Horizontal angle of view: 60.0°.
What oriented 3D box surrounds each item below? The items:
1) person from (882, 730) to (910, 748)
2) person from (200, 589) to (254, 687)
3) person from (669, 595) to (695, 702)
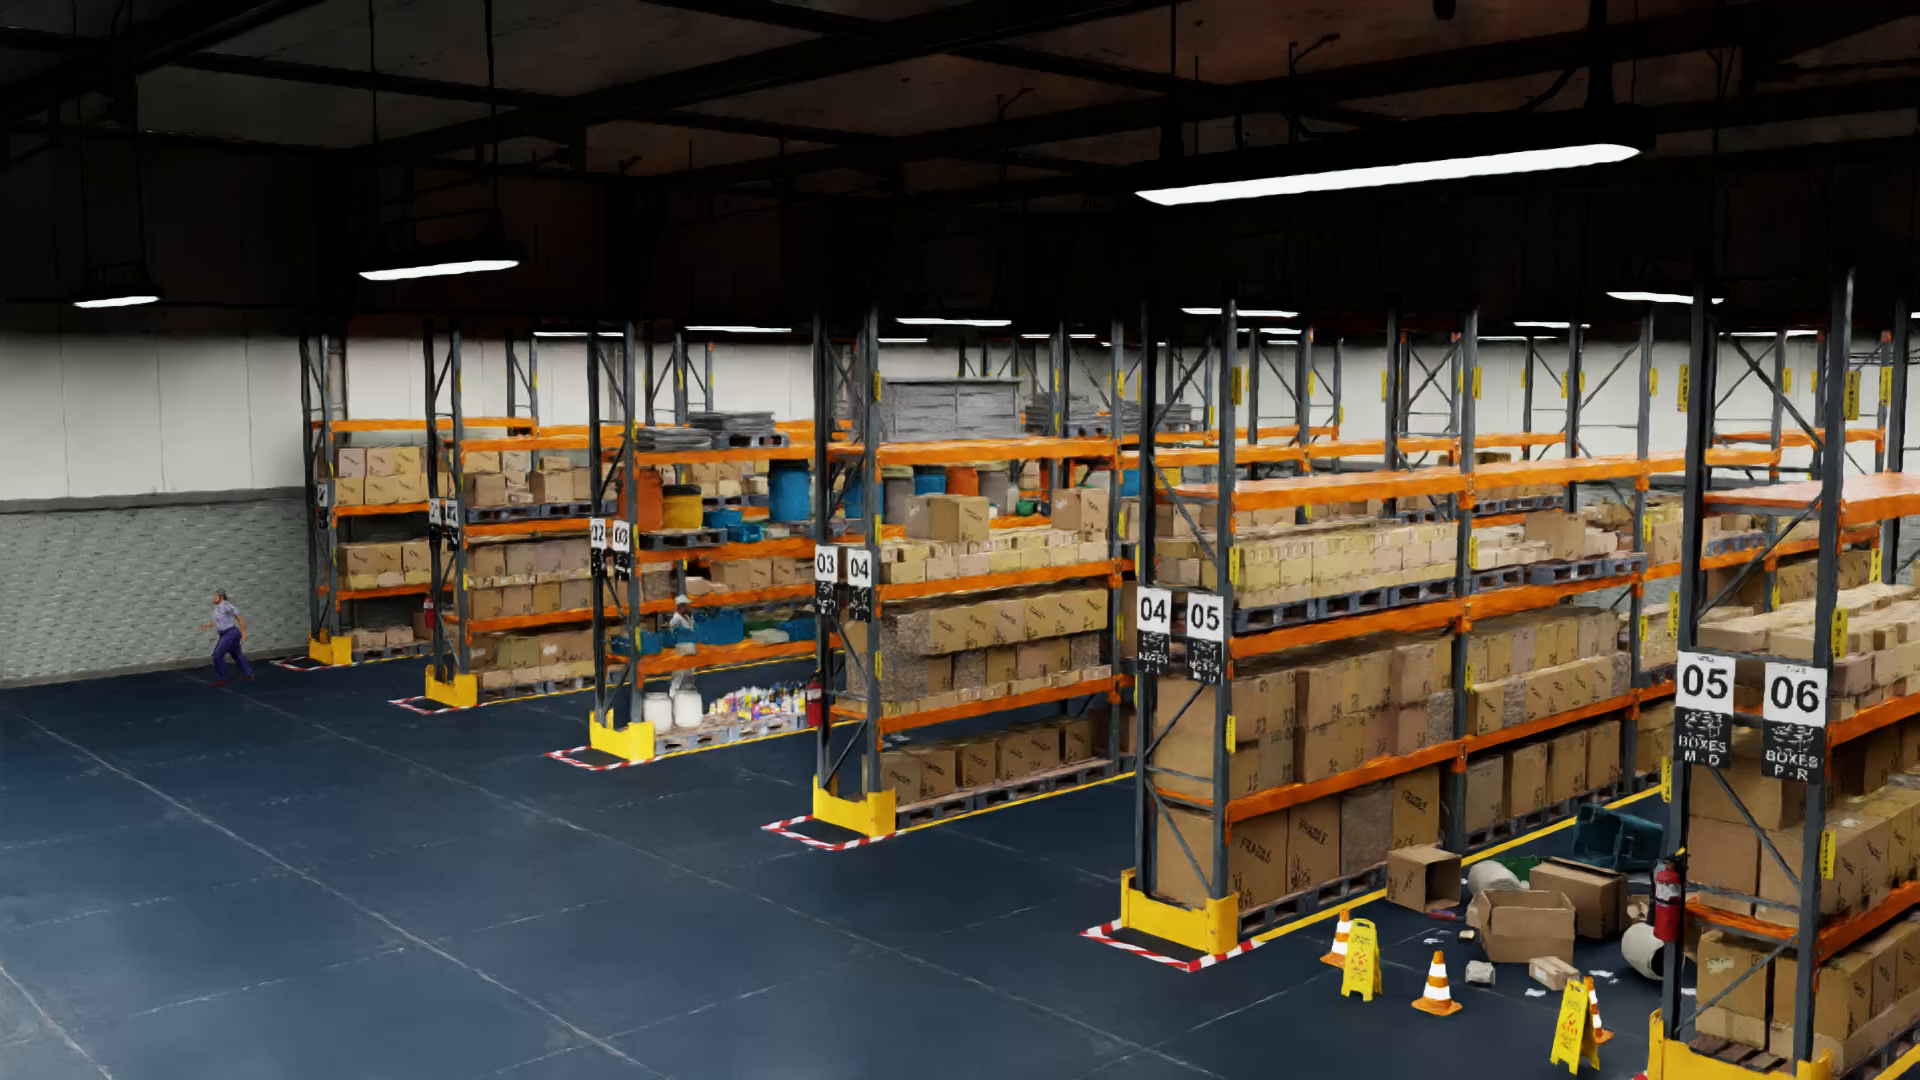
[{"bbox_3d":[-0.959,1.957,23.023,0.478,1.757,0.589,2,6,19],"label":"person"},{"bbox_3d":[-12.160,1.600,27.623,0.804,1.576,0.630,-4,7,-37],"label":"person"},{"bbox_3d":[-4.149,1.723,25.158,0.442,1.784,0.606,2,6,16],"label":"person"}]
